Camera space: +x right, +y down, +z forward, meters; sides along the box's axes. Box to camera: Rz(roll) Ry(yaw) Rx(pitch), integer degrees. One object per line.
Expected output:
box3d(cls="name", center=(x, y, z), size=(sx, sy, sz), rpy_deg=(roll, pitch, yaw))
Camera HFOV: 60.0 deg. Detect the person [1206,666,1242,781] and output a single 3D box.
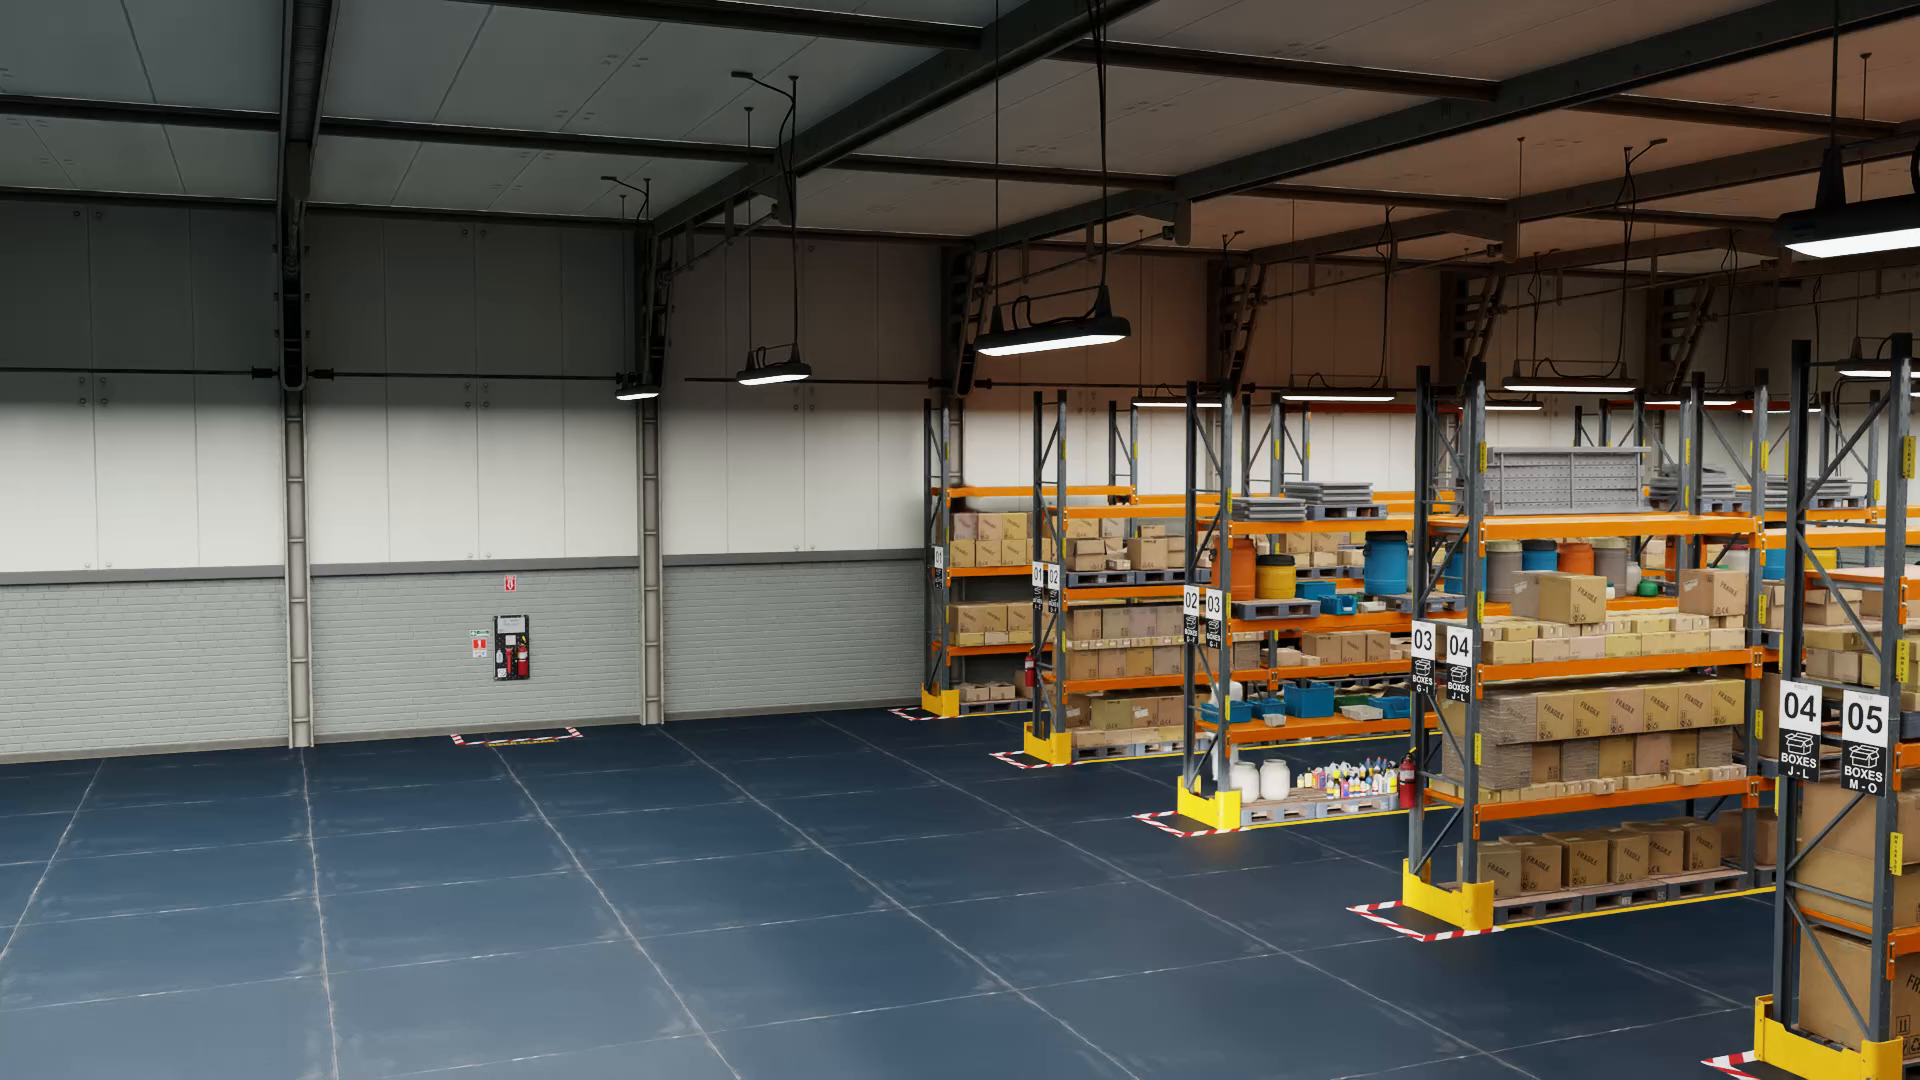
box3d(cls="person", center=(3.993, 2.779, 25.468), size=(0.597, 1.786, 0.551), rpy_deg=(-1, 3, -15))
